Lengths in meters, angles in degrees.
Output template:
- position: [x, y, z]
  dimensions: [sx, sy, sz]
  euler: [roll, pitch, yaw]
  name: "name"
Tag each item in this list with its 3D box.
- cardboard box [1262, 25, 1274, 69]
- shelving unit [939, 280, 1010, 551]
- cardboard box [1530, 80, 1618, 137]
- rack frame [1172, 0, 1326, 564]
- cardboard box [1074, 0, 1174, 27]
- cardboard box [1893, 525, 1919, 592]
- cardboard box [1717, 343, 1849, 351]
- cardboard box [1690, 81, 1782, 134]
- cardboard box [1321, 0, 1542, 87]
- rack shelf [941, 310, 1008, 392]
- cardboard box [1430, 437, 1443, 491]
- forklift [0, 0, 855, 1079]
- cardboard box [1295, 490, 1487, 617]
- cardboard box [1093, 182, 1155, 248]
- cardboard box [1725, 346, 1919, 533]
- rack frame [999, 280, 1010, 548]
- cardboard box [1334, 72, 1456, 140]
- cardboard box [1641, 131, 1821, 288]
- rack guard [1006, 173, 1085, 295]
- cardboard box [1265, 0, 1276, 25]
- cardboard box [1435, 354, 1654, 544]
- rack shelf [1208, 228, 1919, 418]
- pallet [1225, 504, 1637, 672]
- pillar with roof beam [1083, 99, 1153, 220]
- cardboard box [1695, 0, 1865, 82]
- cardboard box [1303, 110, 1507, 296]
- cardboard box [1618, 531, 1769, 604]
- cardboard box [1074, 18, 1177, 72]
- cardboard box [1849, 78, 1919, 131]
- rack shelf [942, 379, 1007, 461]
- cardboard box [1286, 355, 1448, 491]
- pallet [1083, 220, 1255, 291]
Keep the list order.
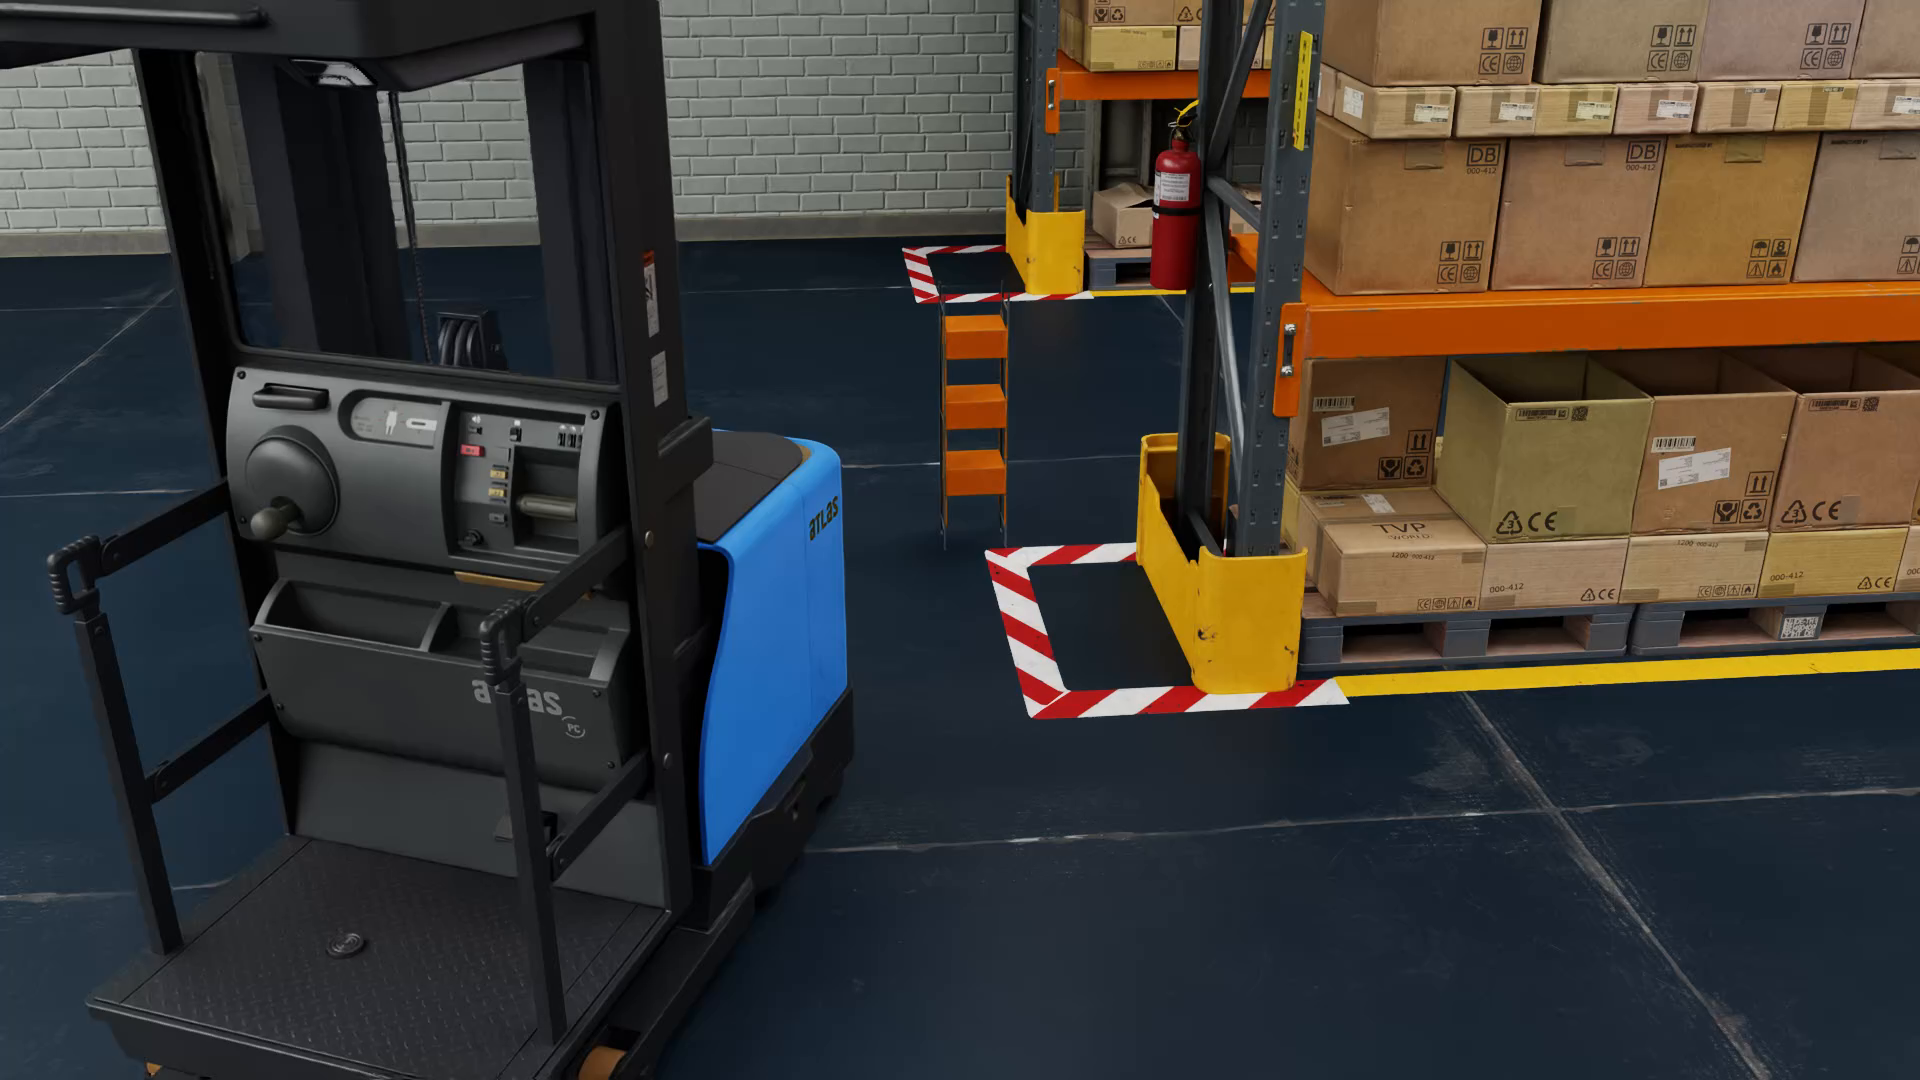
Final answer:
- position: [1.992, -2.971, 9.902]
  dimensions: [0.500, 0.250, 0.500]
  euler: [-3, 24, -6]
  name: "cardboard box"
- position: [0.053, -0.482, 6.542]
  dimensions: [0.252, 1.050, 0.215]
  euler: [-2, 24, -5]
  name: "shelving unit"
- position: [1.865, -1.385, 5.251]
  dimensions: [0.250, 0.149, 0.380]
  euler: [-2, 24, -5]
  name: "cardboard box"
- position: [0.943, -1.093, 5.516]
  dimensions: [0.127, 3.000, 1.000]
  euler: [-2, 24, -5]
  name: "rack frame"
- position: [0.957, -3.276, 9.664]
  dimensions: [0.500, 0.500, 0.500]
  euler: [-2, 24, -5]
  name: "cardboard box"
- position: [3.489, -0.039, 6.014]
  dimensions: [0.500, 0.250, 0.500]
  euler: [-2, 24, -5]
  name: "cardboard box"
- position: [2.939, -0.578, 6.303]
  dimensions: [0.500, 0.500, 0.500]
  euler: [-2, 24, -5]
  name: "cardboard box"
- position: [2.382, -1.406, 5.298]
  dimensions: [0.250, 0.149, 0.380]
  euler: [-3, 24, -7]
  name: "cardboard box"
- position: [1.461, -1.747, 5.267]
  dimensions: [0.500, 0.500, 0.700]
  euler: [-2, 24, -5]
  name: "cardboard box"
- position: [0.053, -0.732, 6.431]
  dimensions: [0.240, 0.259, 0.215]
  euler: [-2, 24, -5]
  name: "rack shelf"
- position: [1.944, -0.194, 6.362]
  dimensions: [0.500, 0.250, 0.500]
  euler: [-2, 24, -5]
  name: "cardboard box"
- position: [-1.250, -0.126, 3.426]
  dimensions: [1.130, 2.935, 3.031]
  euler: [7, 25, 16]
  name: "forklift"
- position: [1.498, 0.040, 5.835]
  dimensions: [0.500, 0.250, 0.500]
  euler: [-2, 24, -5]
  name: "cardboard box"
- position: [1.150, -2.059, 10.458]
  dimensions: [0.500, 0.311, 0.500]
  euler: [-5, 24, -11]
  name: "cardboard box"
- position: [2.991, -0.361, 5.815]
  dimensions: [0.500, 0.500, 0.500]
  euler: [-2, 24, -5]
  name: "cardboard box"
- position: [0.174, -0.487, 6.553]
  dimensions: [0.008, 1.050, 0.200]
  euler: [-2, 24, -5]
  name: "rack frame"
- position: [1.354, -1.364, 5.203]
  dimensions: [0.250, 0.149, 0.380]
  euler: [-2, 24, -6]
  name: "cardboard box"
- position: [2.425, -1.193, 5.617]
  dimensions: [0.500, 0.500, 0.700]
  euler: [-2, 24, -5]
  name: "cardboard box"
- position: [0.528, -1.956, 10.535]
  dimensions: [0.348, 0.500, 1.175]
  euler: [-2, 24, -5]
  name: "rack guard"
- position: [1.964, -3.310, 9.740]
  dimensions: [0.500, 0.500, 0.500]
  euler: [-3, 24, -7]
  name: "cardboard box"
- position: [1.996, -0.323, 5.729]
  dimensions: [0.500, 0.500, 0.500]
  euler: [-2, 24, -5]
  name: "cardboard box"
- position: [2.933, -0.844, 5.842]
  dimensions: [4.000, 0.370, 1.077]
  euler: [-2, 24, -5]
  name: "rack shelf"
- position: [1.700, 0.134, 6.189]
  dimensions: [1.213, 0.211, 1.003]
  euler: [-2, 24, -5]
  name: "pallet"
- position: [1.487, -4.474, 5.737]
  dimensions: [0.400, 9.000, 9.100]
  euler: [-2, 24, -5]
  name: "pillar with roof beam"
- position: [2.486, -1.791, 5.365]
  dimensions: [0.500, 0.500, 0.700]
  euler: [-2, 24, -5]
  name: "cardboard box"
- position: [1.409, -1.152, 5.526]
  dimensions: [0.500, 0.500, 0.700]
  euler: [-2, 24, -5]
  name: "cardboard box"
- position: [2.493, -0.001, 5.928]
  dimensions: [0.500, 0.250, 0.500]
  euler: [-2, 24, -5]
  name: "cardboard box"
- position: [0.969, -2.927, 9.802]
  dimensions: [0.500, 0.250, 0.500]
  euler: [-3, 24, -7]
  name: "cardboard box"
- position: [2.884, -1.425, 5.341]
  dimensions: [0.250, 0.149, 0.380]
  euler: [-2, 24, -5]
  name: "cardboard box"
- position: [0.053, -0.472, 6.546]
  dimensions: [0.240, 0.259, 0.215]
  euler: [-2, 24, -5]
  name: "rack shelf"
- position: [1.447, -0.513, 6.156]
  dimensions: [0.500, 0.500, 0.500]
  euler: [-2, 24, -5]
  name: "cardboard box"
- position: [1.340, -1.842, 10.635]
  dimensions: [1.213, 0.211, 1.003]
  euler: [-2, 24, -5]
  name: "pallet"
